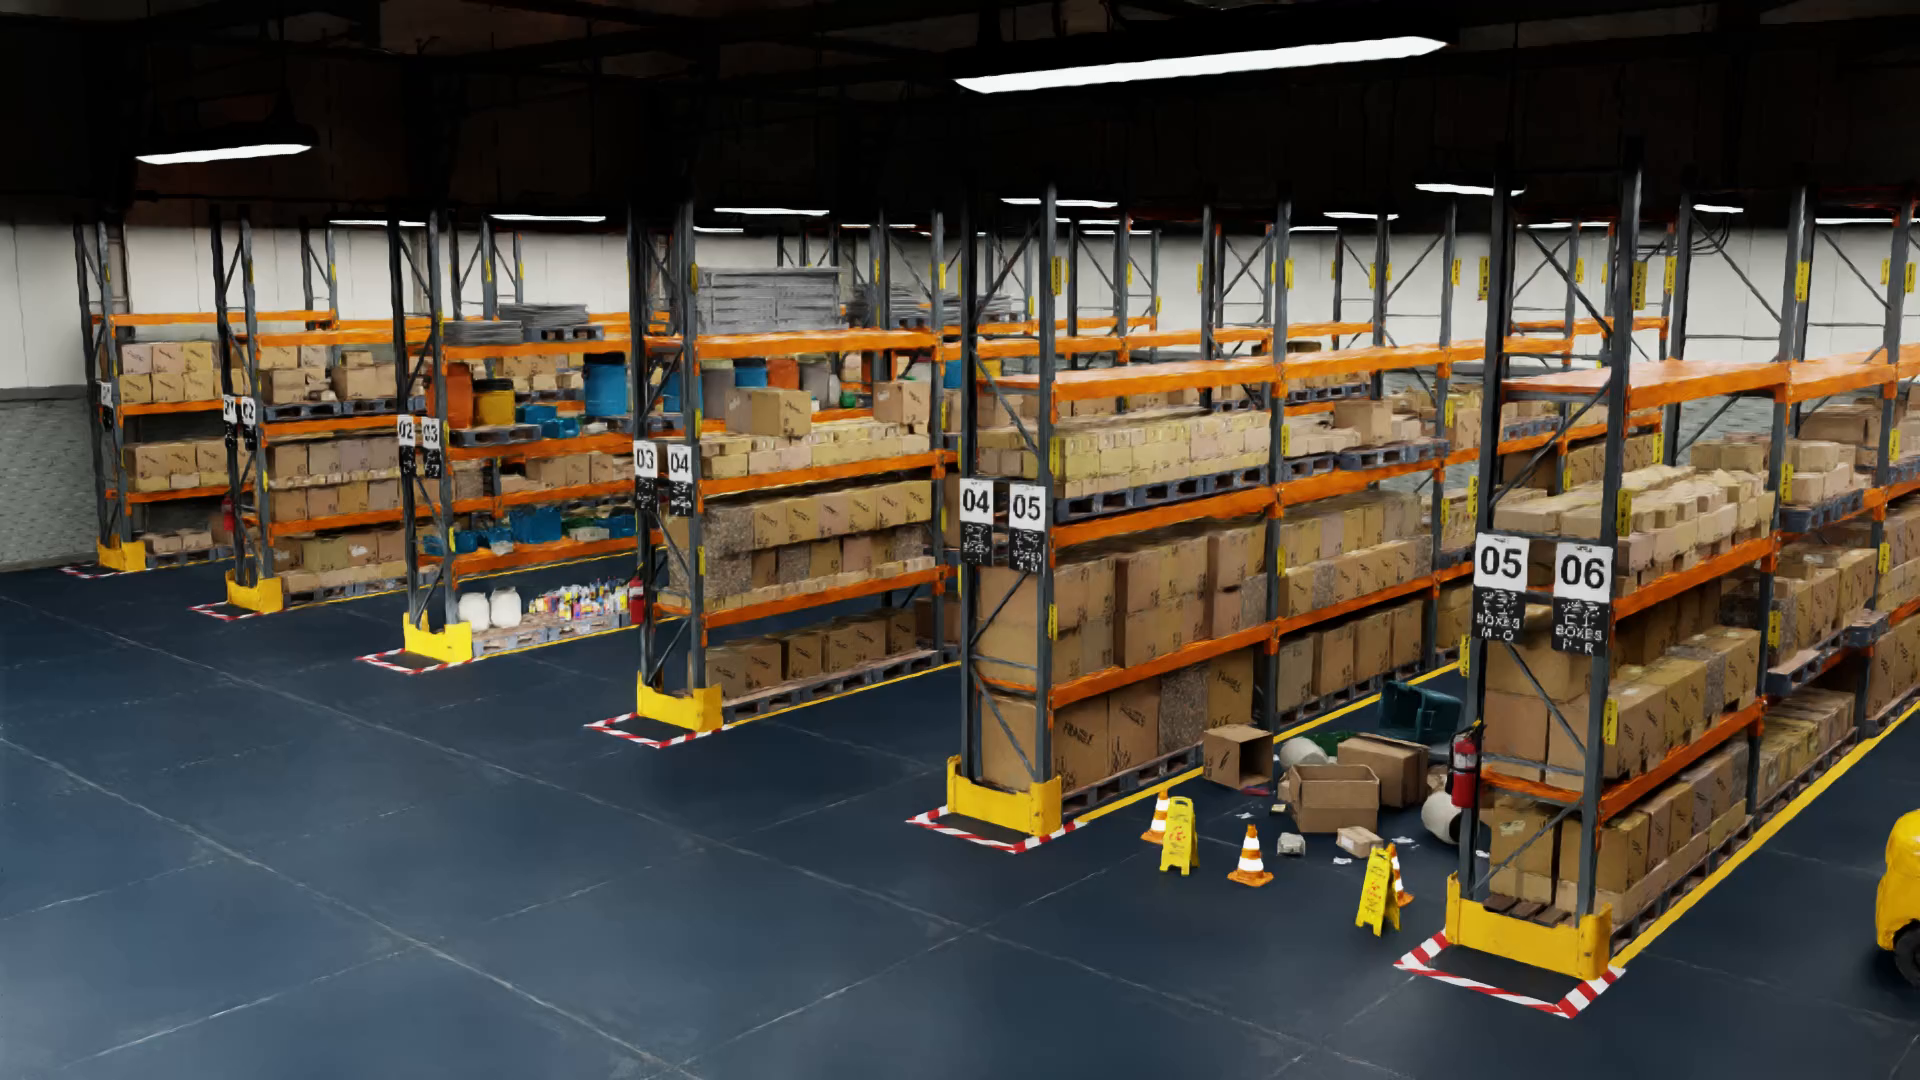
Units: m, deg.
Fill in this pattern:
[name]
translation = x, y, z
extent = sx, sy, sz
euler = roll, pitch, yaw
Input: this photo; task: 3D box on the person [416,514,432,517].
[person]
translation = -9.935, -0.829, 30.772
extent = 0.463, 1.782, 0.598
euler = 3, 10, 15
